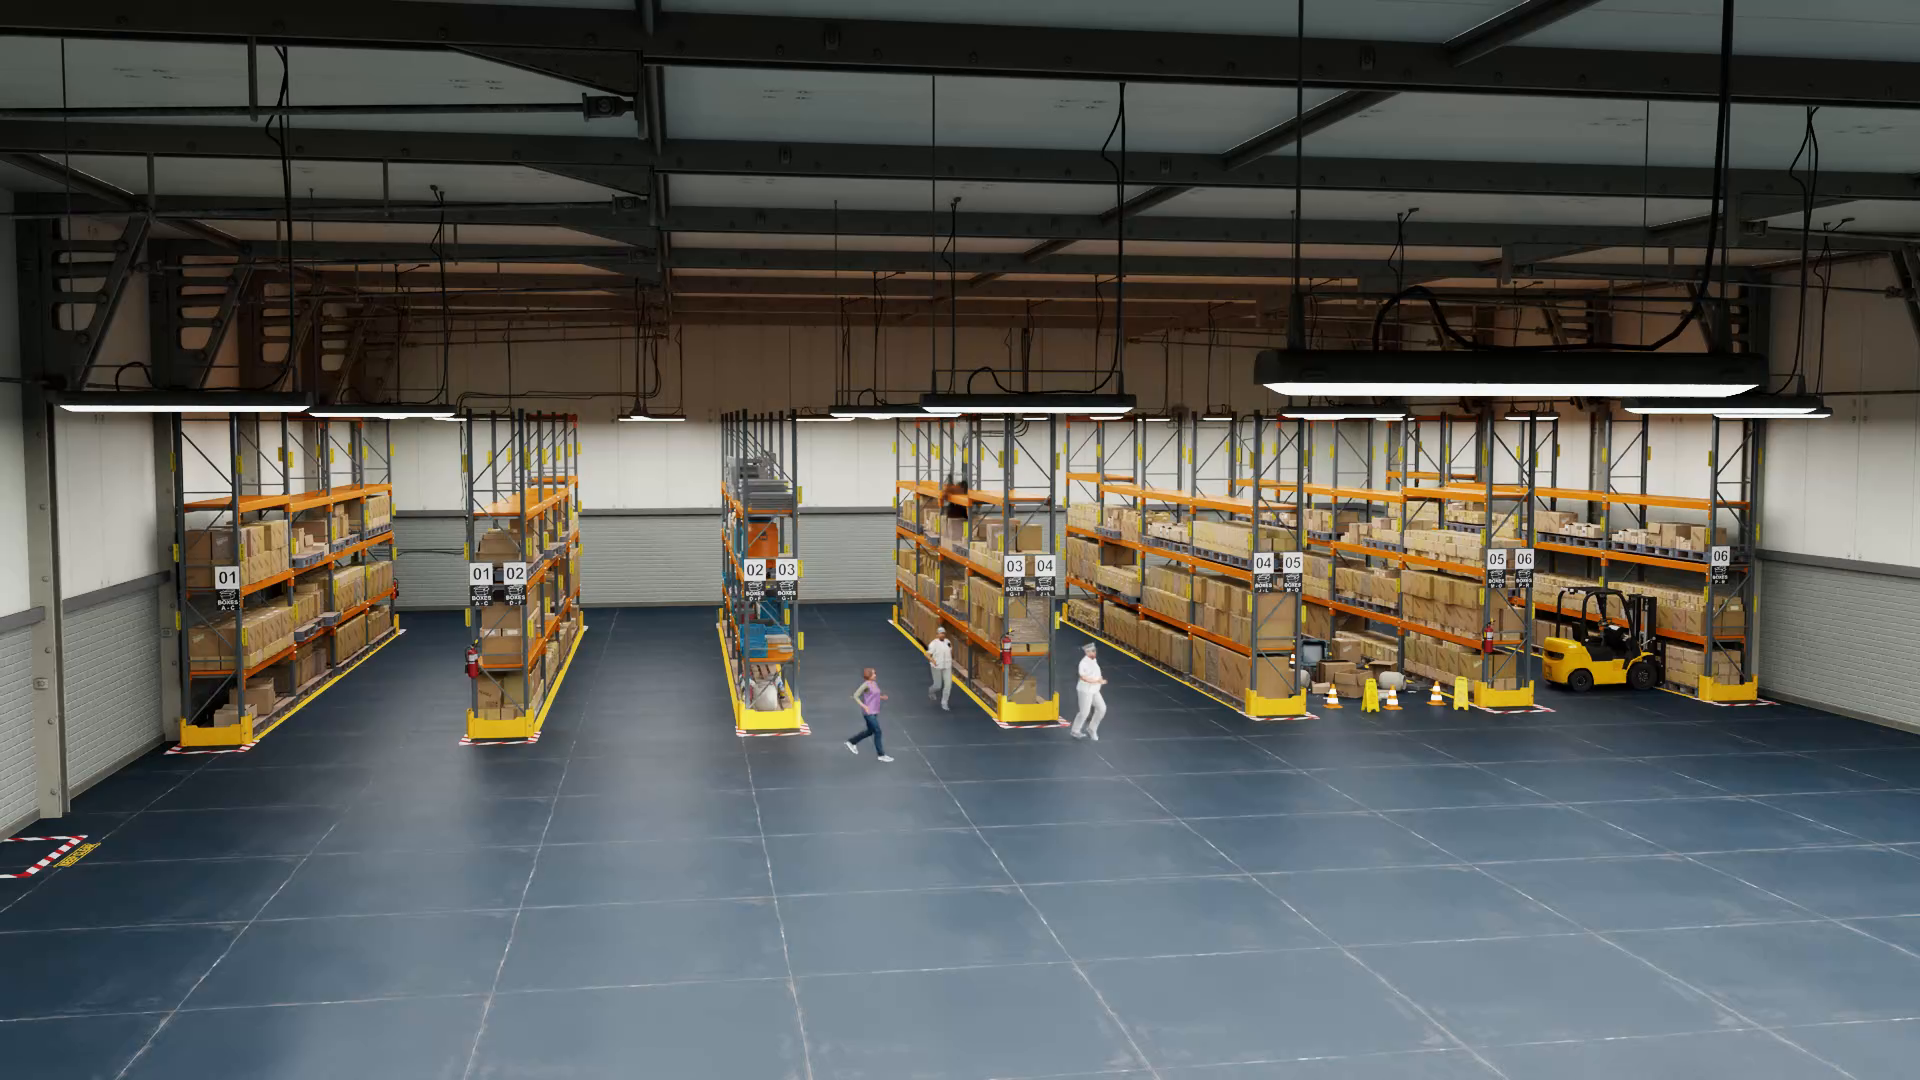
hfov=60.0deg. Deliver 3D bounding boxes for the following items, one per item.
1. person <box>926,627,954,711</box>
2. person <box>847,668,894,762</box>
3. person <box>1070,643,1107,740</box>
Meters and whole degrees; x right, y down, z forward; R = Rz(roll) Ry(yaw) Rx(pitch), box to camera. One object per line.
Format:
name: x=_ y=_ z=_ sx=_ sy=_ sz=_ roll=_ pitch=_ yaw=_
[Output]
person: x=-0.383 y=2.581 z=33.548 sx=0.607 sy=1.655 sz=0.769 roll=-1 pitch=4 yaw=-20
person: x=-1.538 y=2.944 z=28.201 sx=0.886 sy=1.579 sz=0.541 roll=1 pitch=4 yaw=17
person: x=2.366 y=2.765 z=30.081 sx=0.741 sy=1.846 sz=0.688 roll=3 pitch=5 yaw=32
